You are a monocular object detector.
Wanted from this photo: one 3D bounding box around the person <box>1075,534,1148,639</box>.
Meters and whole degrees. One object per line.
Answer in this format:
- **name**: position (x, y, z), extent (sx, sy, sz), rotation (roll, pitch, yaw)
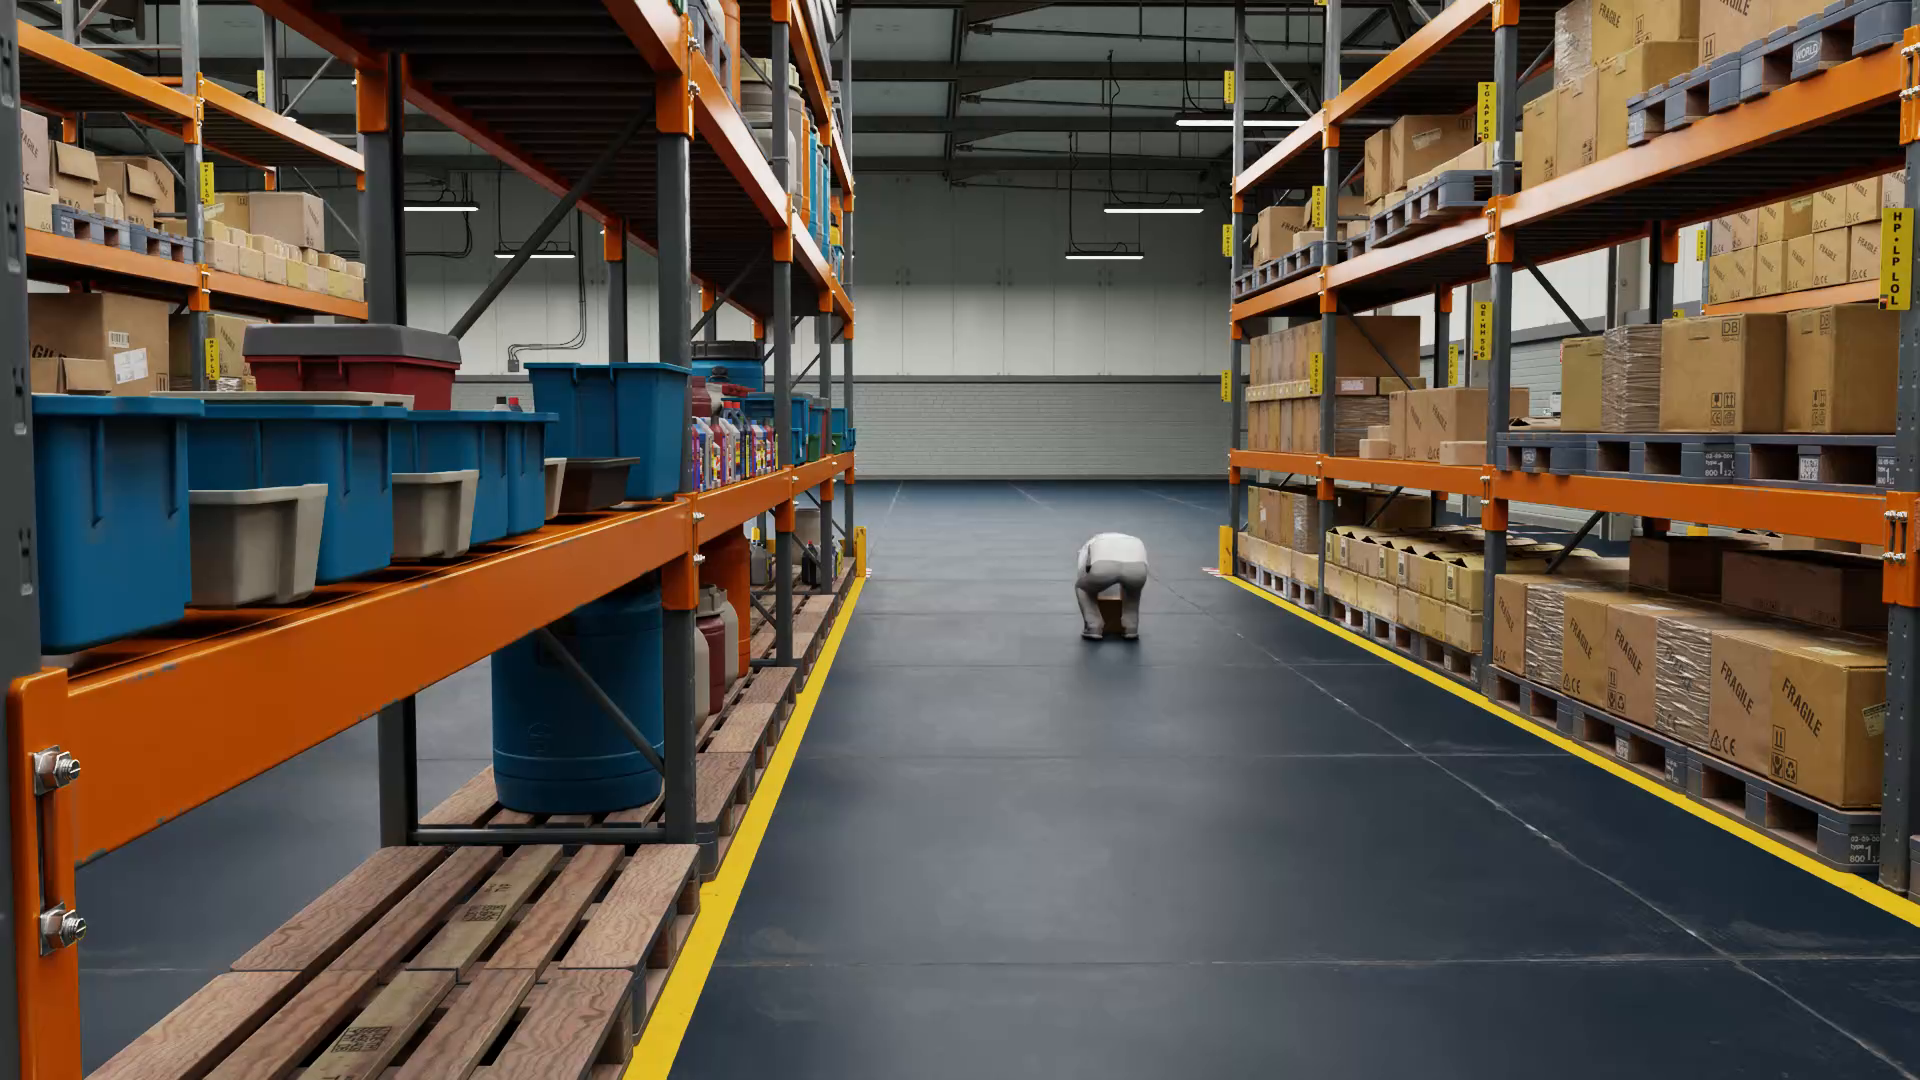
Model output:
- **person**: position (1.104, 0.336, 12.277), extent (0.506, 0.785, 0.941), rotation (0, 4, -3)
